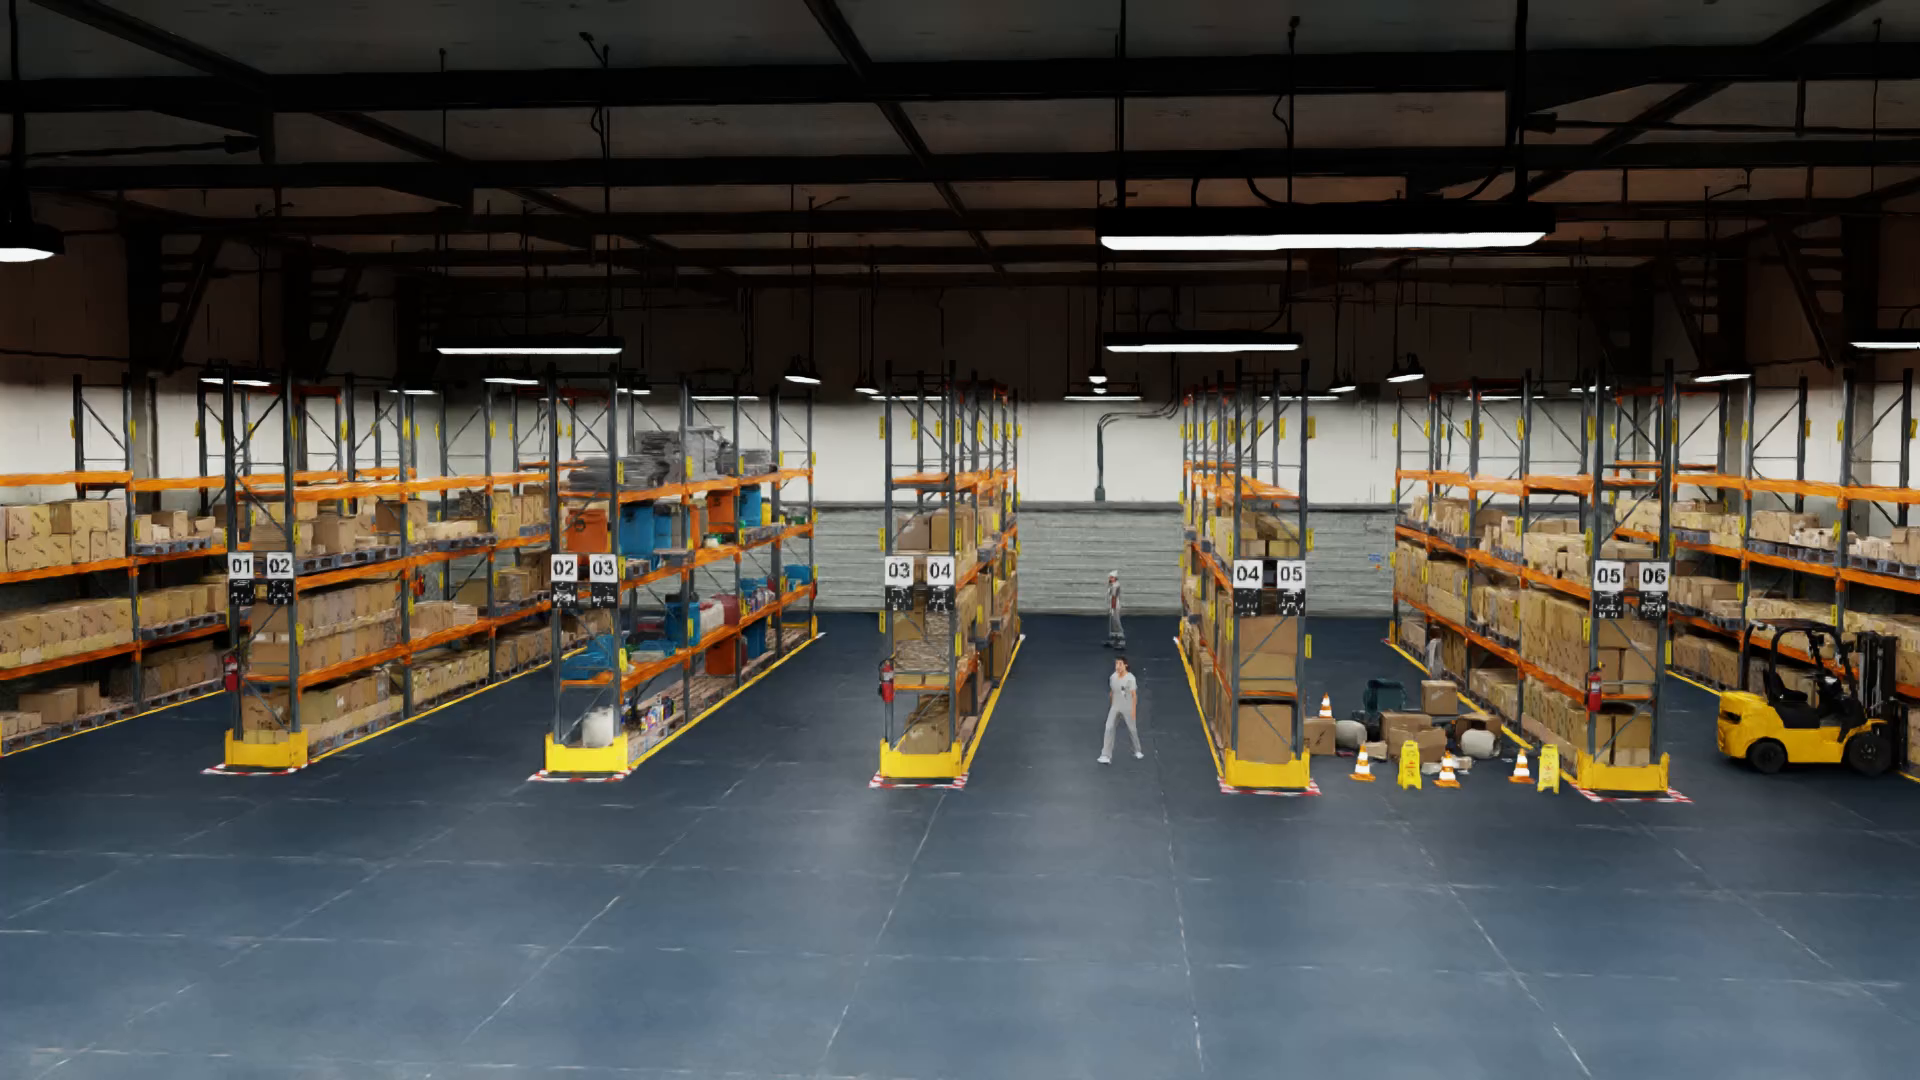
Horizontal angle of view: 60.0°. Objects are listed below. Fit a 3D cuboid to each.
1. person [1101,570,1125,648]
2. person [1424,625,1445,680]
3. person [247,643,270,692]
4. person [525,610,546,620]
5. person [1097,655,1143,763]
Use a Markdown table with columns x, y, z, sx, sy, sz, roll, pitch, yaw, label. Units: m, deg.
| x | y | z | sx | sy | sz | roll | pitch | yaw | label |
| --- | --- | --- | --- | --- | --- | --- | --- | --- | --- |
| 3.539 | 1.587 | 38.367 | 0.578 | 1.788 | 0.727 | 1 | 4 | 10 | person |
| 8.255 | 2.283 | 29.055 | 0.449 | 1.599 | 0.467 | 3 | 5 | 35 | person |
| -12.560 | 2.256 | 29.894 | 0.412 | 1.533 | 0.955 | 0 | 4 | -3 | person |
| -10.486 | 1.499 | 41.051 | 0.479 | 1.556 | 1.072 | 0 | 4 | 4 | person |
| 2.447 | 2.541 | 25.112 | 0.482 | 1.621 | 0.948 | 2 | 4 | 29 | person |
